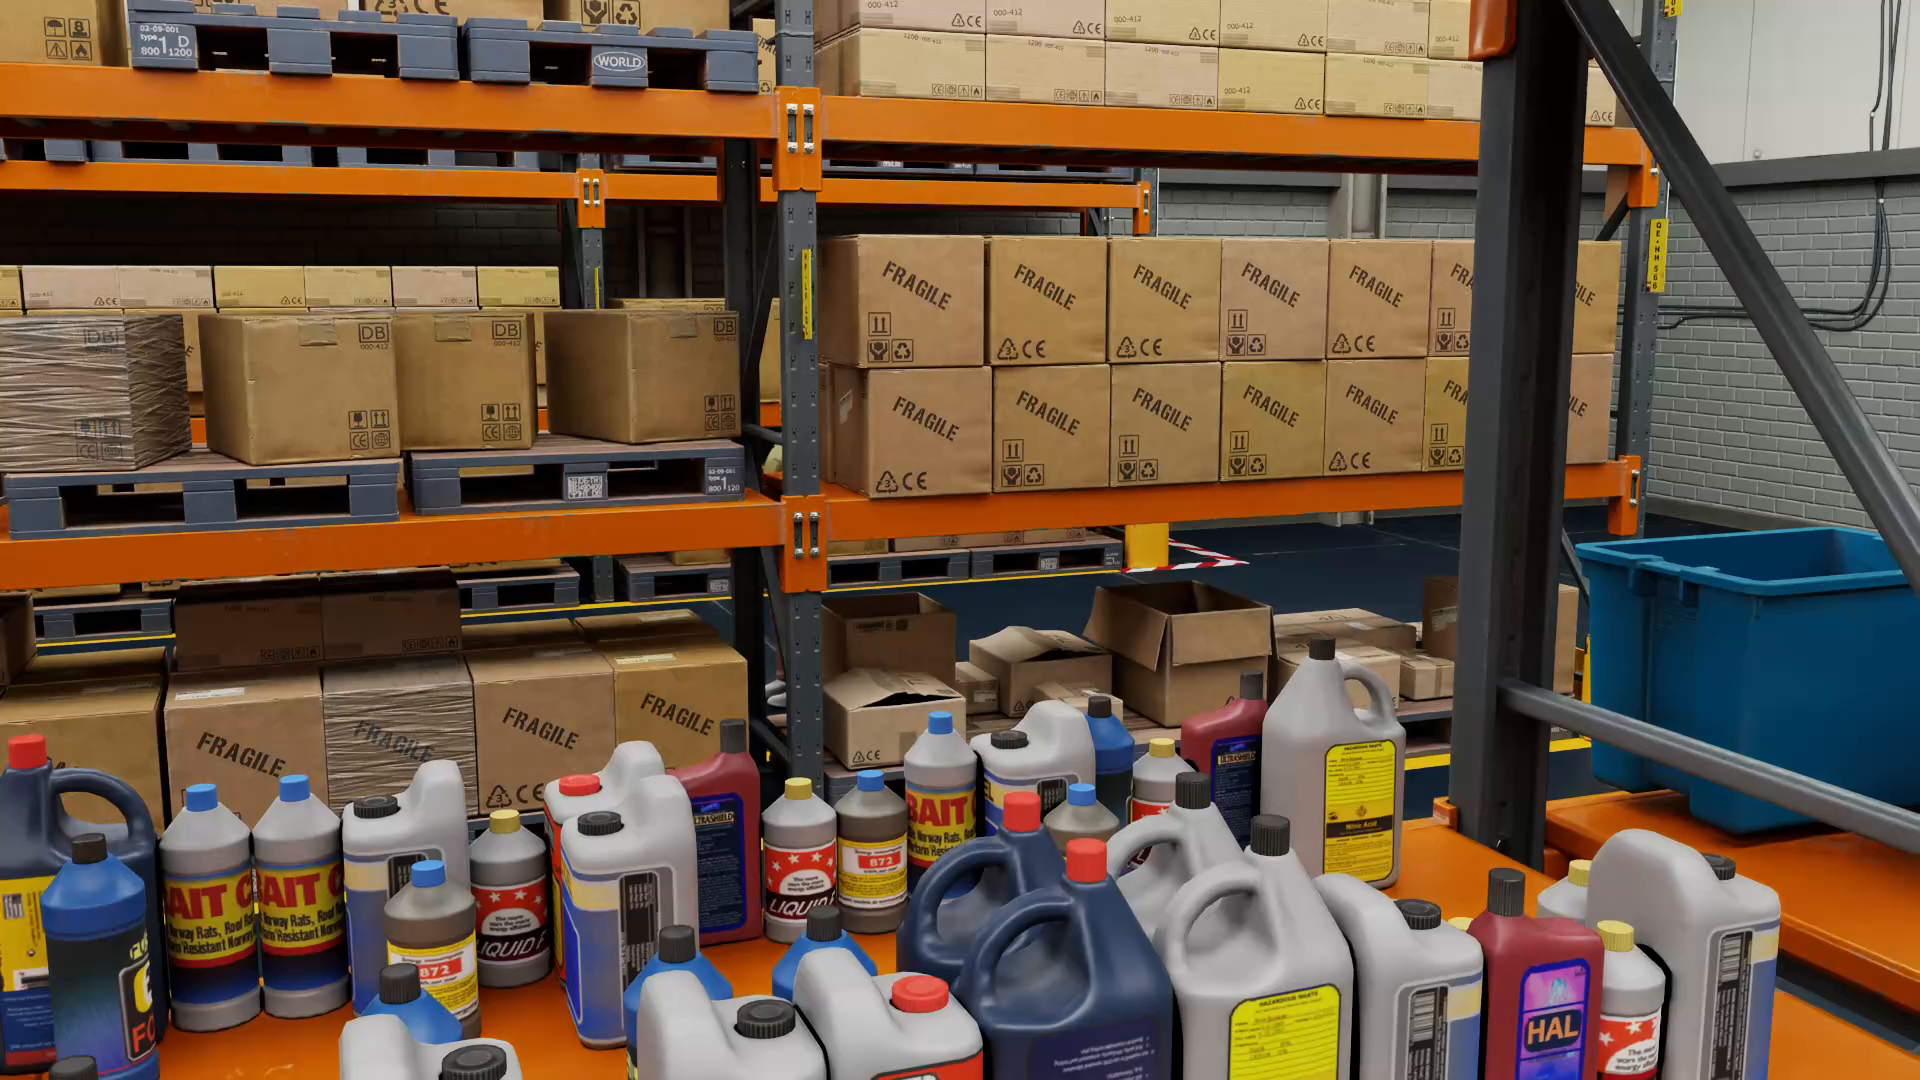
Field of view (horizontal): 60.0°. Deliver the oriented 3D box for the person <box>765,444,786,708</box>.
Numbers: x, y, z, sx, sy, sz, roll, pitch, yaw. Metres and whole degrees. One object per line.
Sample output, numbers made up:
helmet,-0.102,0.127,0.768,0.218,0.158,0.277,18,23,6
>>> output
person,-0.896,0.003,8.390,0.549,1.665,0.426,-4,10,-23
